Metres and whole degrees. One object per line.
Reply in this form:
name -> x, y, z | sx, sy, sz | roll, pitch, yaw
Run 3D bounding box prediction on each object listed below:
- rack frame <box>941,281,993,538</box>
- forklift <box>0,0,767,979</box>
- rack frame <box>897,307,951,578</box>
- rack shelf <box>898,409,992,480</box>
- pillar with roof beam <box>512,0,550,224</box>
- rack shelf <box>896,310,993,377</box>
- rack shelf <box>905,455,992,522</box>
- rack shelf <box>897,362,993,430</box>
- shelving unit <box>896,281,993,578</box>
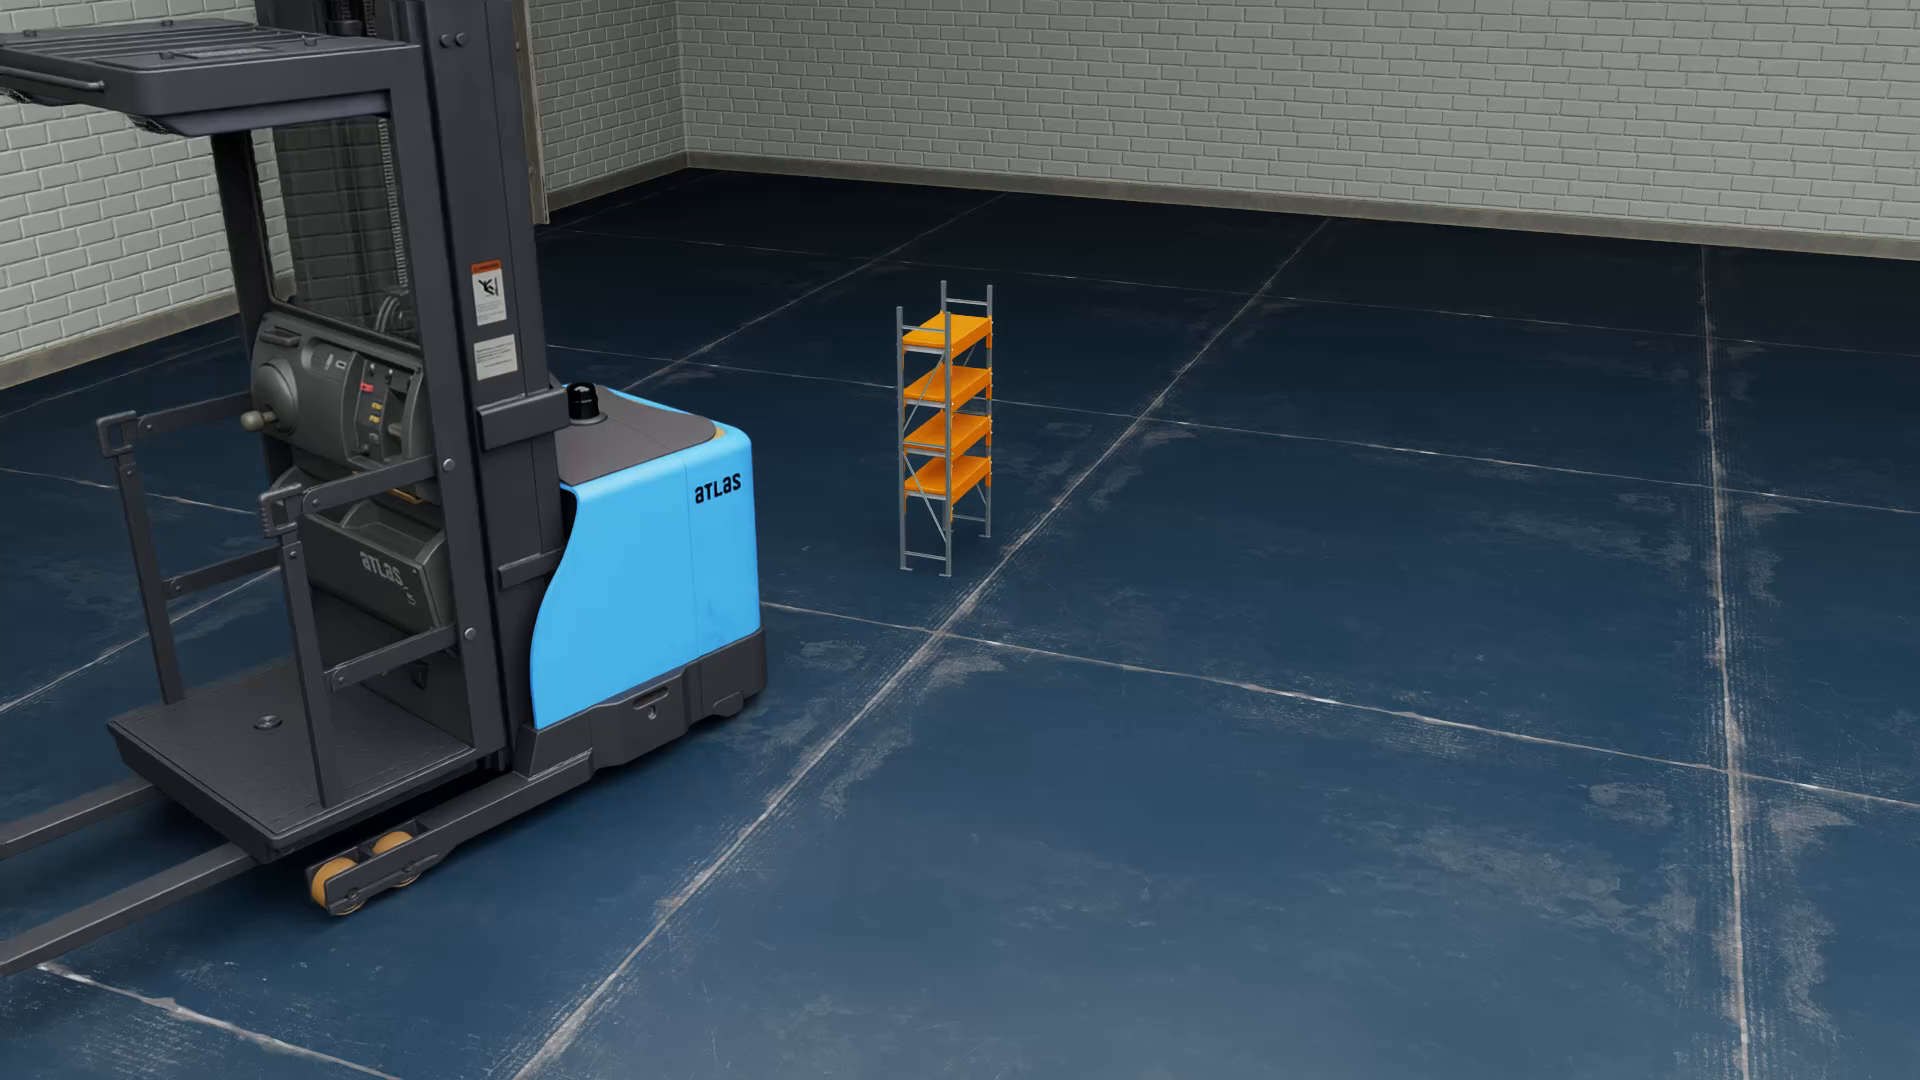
rack frame -> 0.029, -0.582, 7.586 | 0.240, 1.200, 0.015 | 9, 24, 20
forklift -> -2.067, -0.438, 4.995 | 1.130, 2.935, 3.031 | 18, 29, 37
rack frame -> -0.152, -0.407, 7.168 | 0.240, 1.200, 0.015 | 9, 24, 20
rack shelf -> -0.061, -0.432, 7.403 | 0.258, 0.148, 0.480 | 9, 24, 20
pillar with roof beam -> 0.267, -6.205, 10.931 | 9.100, 9.000, 0.400 | 9, 24, 20
rack shelf -> -0.062, -0.857, 7.225 | 0.258, 0.148, 0.480 | 9, 24, 20
rack shelf -> -0.061, -0.249, 7.479 | 0.258, 0.148, 0.480 | 9, 24, 20
rack shelf -> -0.061, -0.639, 7.317 | 0.258, 0.148, 0.480 | 9, 24, 20
shelving unit -> -0.061, -0.494, 7.377 | 0.258, 1.200, 0.503 | 9, 24, 20
